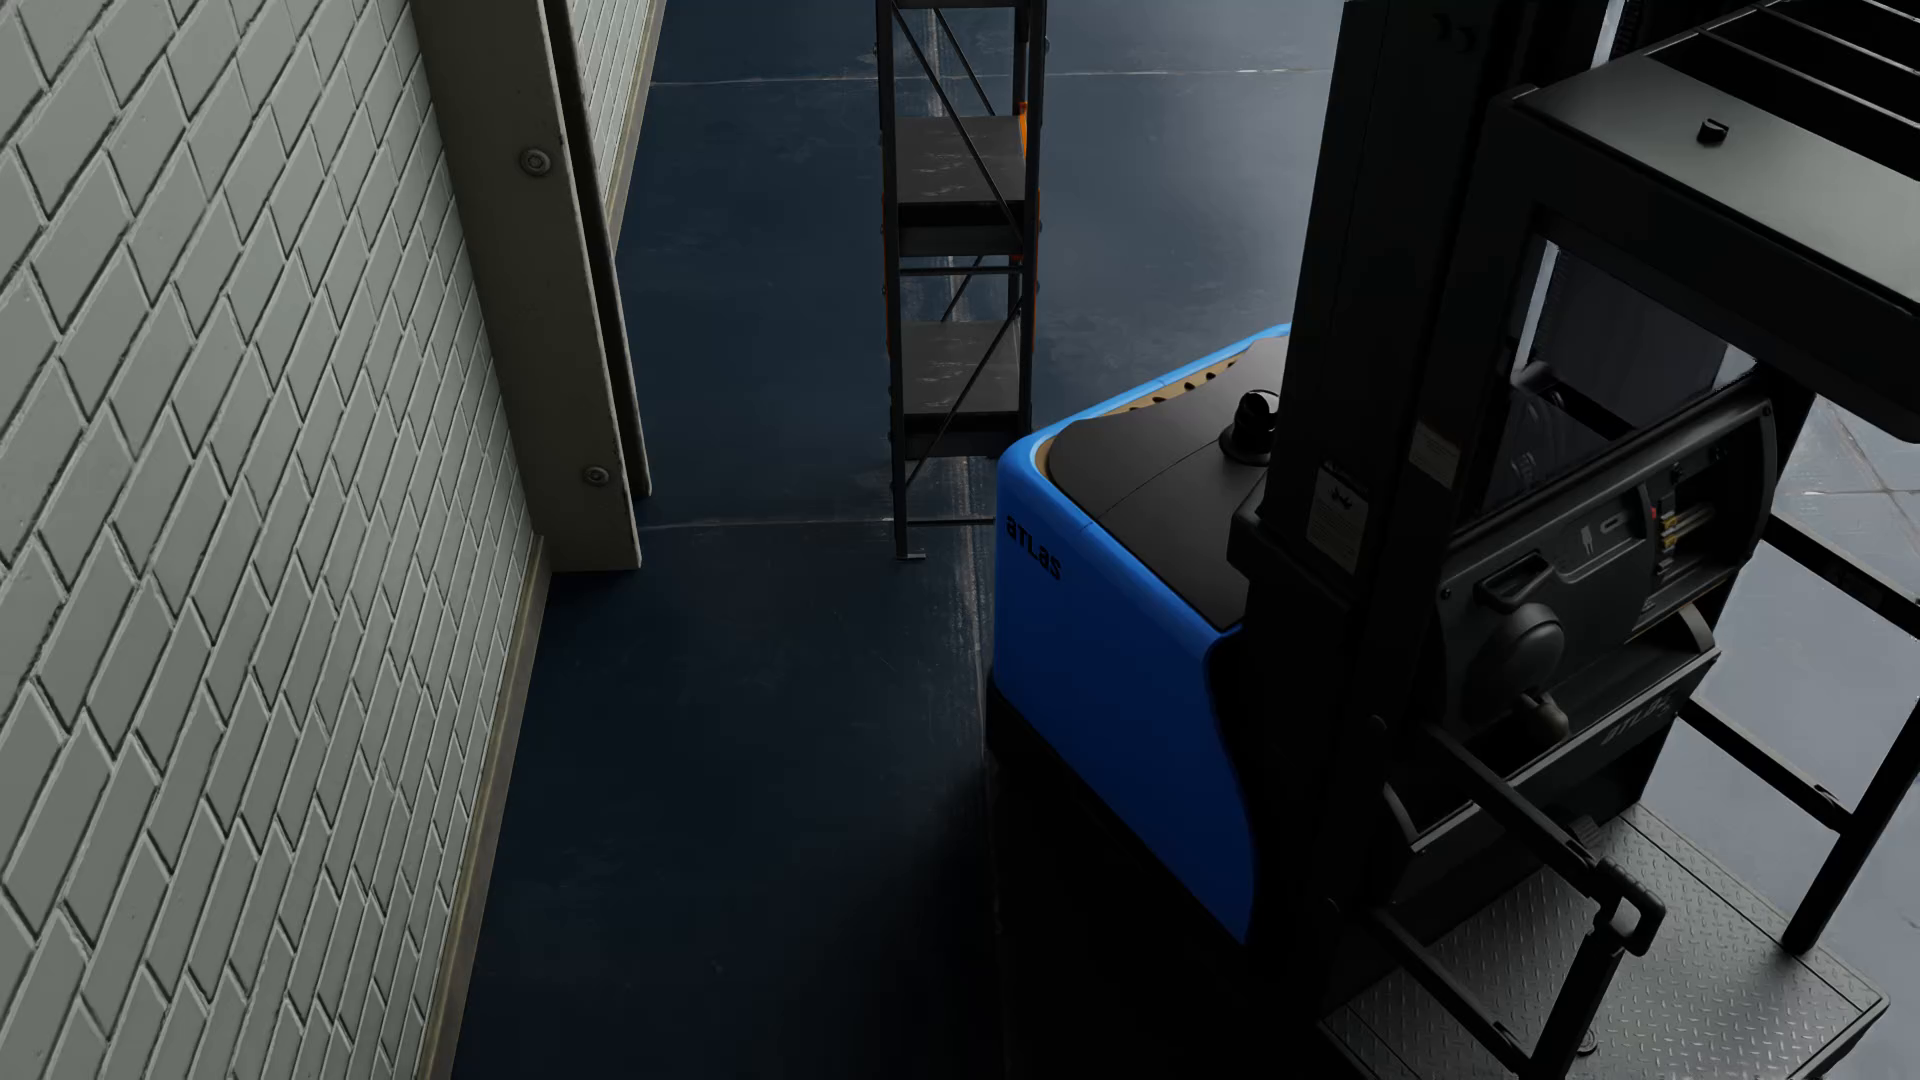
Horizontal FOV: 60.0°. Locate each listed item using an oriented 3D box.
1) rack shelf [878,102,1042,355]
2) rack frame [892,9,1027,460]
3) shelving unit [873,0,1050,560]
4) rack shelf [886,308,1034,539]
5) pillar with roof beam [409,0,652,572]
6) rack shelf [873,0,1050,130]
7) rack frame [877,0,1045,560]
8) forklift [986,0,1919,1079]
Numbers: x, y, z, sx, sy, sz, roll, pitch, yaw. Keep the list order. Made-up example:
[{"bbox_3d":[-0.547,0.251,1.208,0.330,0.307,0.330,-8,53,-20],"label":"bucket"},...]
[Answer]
[{"bbox_3d":[-0.007,-0.876,4.672,0.431,0.518,0.480,-2,43,-2],"label":"rack shelf"},{"bbox_3d":[-0.017,-1.051,4.842,0.400,2.100,0.015,-2,43,-2],"label":"rack frame"},{"bbox_3d":[-0.007,-0.886,4.662,0.431,2.100,0.503,-2,43,-2],"label":"shelving unit"},{"bbox_3d":[-0.007,-0.360,5.145,0.431,0.518,0.480,-2,43,-2],"label":"rack shelf"},{"bbox_3d":[3.147,-3.481,2.388,9.100,9.000,0.400,-2,43,-2],"label":"pillar with roof beam"},{"bbox_3d":[-0.007,-1.392,4.199,0.431,0.518,0.480,-2,43,-2],"label":"rack shelf"},{"bbox_3d":[0.003,-0.721,4.483,0.400,2.100,0.015,-2,43,-2],"label":"rack frame"},{"bbox_3d":[1.323,0.130,2.939,1.130,2.935,3.031,-25,48,-25],"label":"forklift"}]
